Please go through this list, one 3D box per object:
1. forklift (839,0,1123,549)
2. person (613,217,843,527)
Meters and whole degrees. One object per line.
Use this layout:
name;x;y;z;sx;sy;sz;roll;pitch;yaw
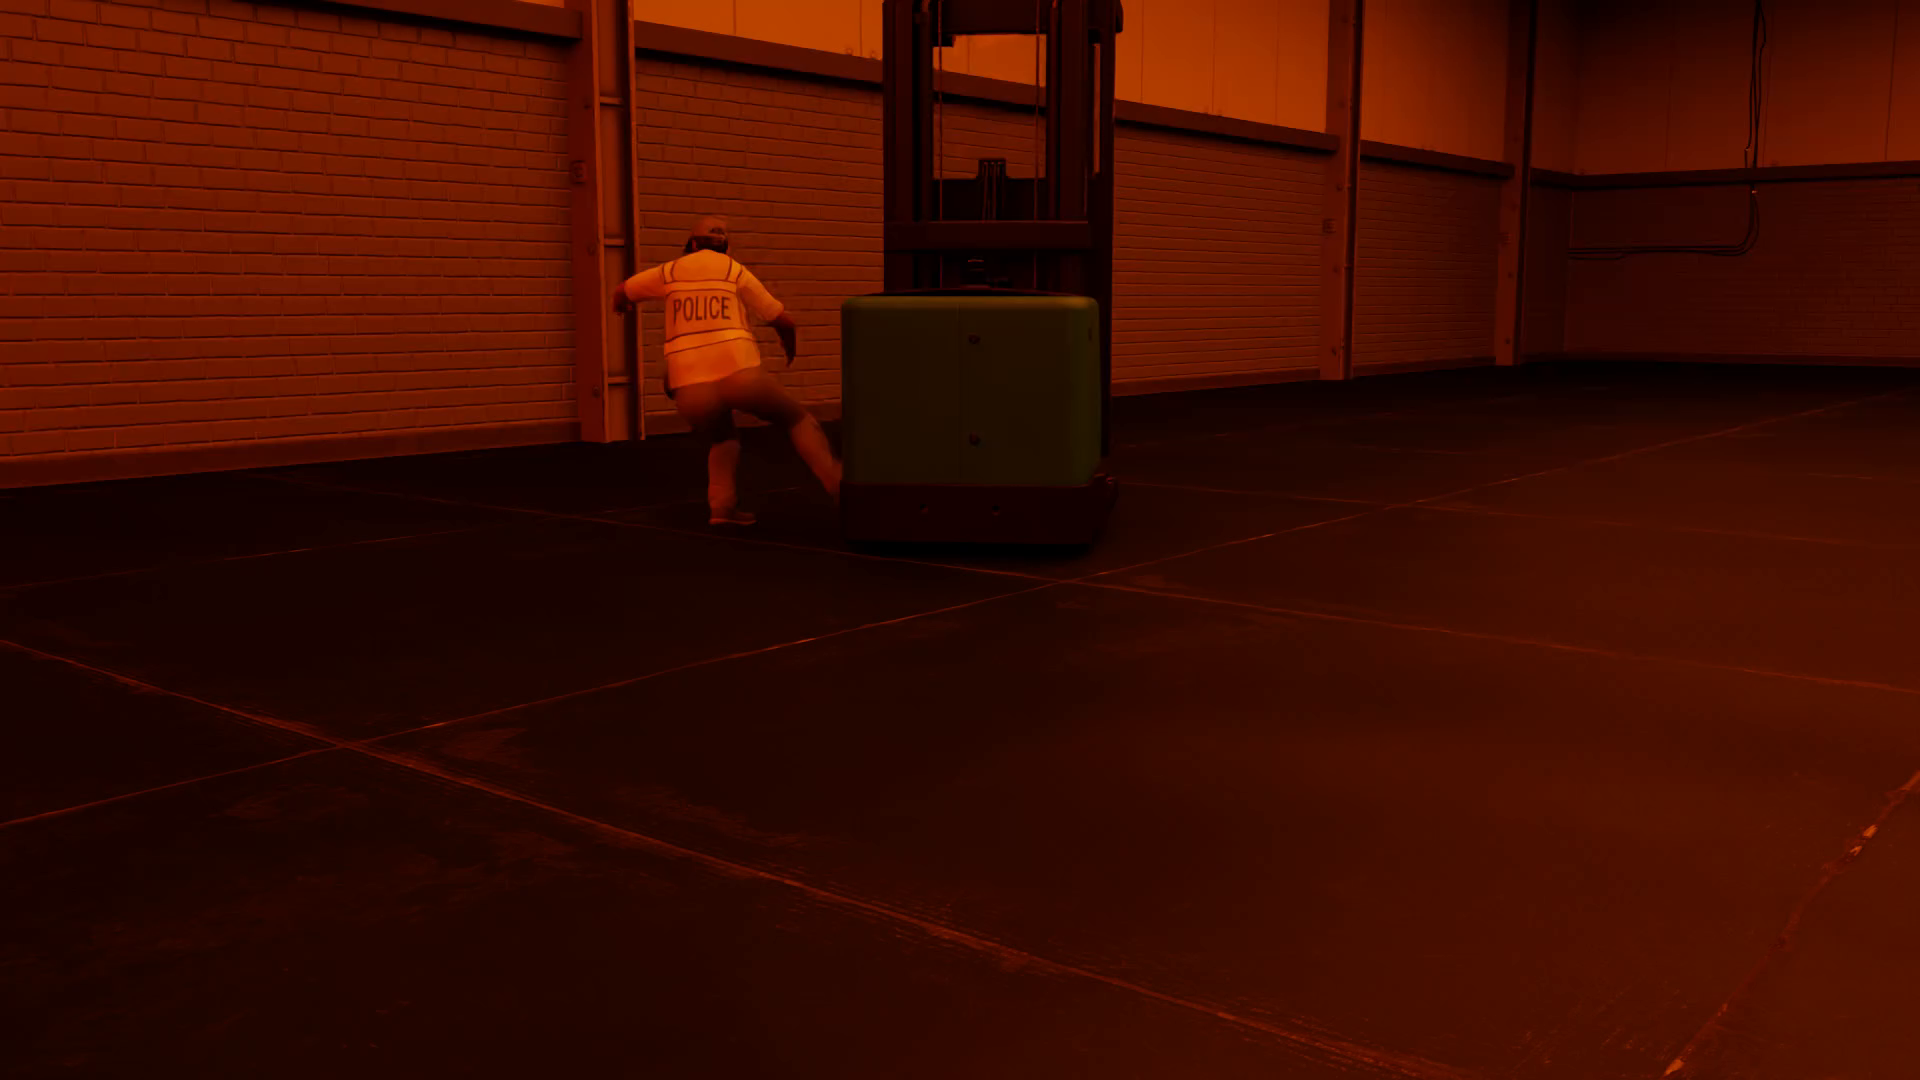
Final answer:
forklift;0.216;-1.585;8.117;1.130;2.935;3.031;1;8;8
person;-0.987;-0.772;7.669;1.359;1.411;0.834;0;8;0
